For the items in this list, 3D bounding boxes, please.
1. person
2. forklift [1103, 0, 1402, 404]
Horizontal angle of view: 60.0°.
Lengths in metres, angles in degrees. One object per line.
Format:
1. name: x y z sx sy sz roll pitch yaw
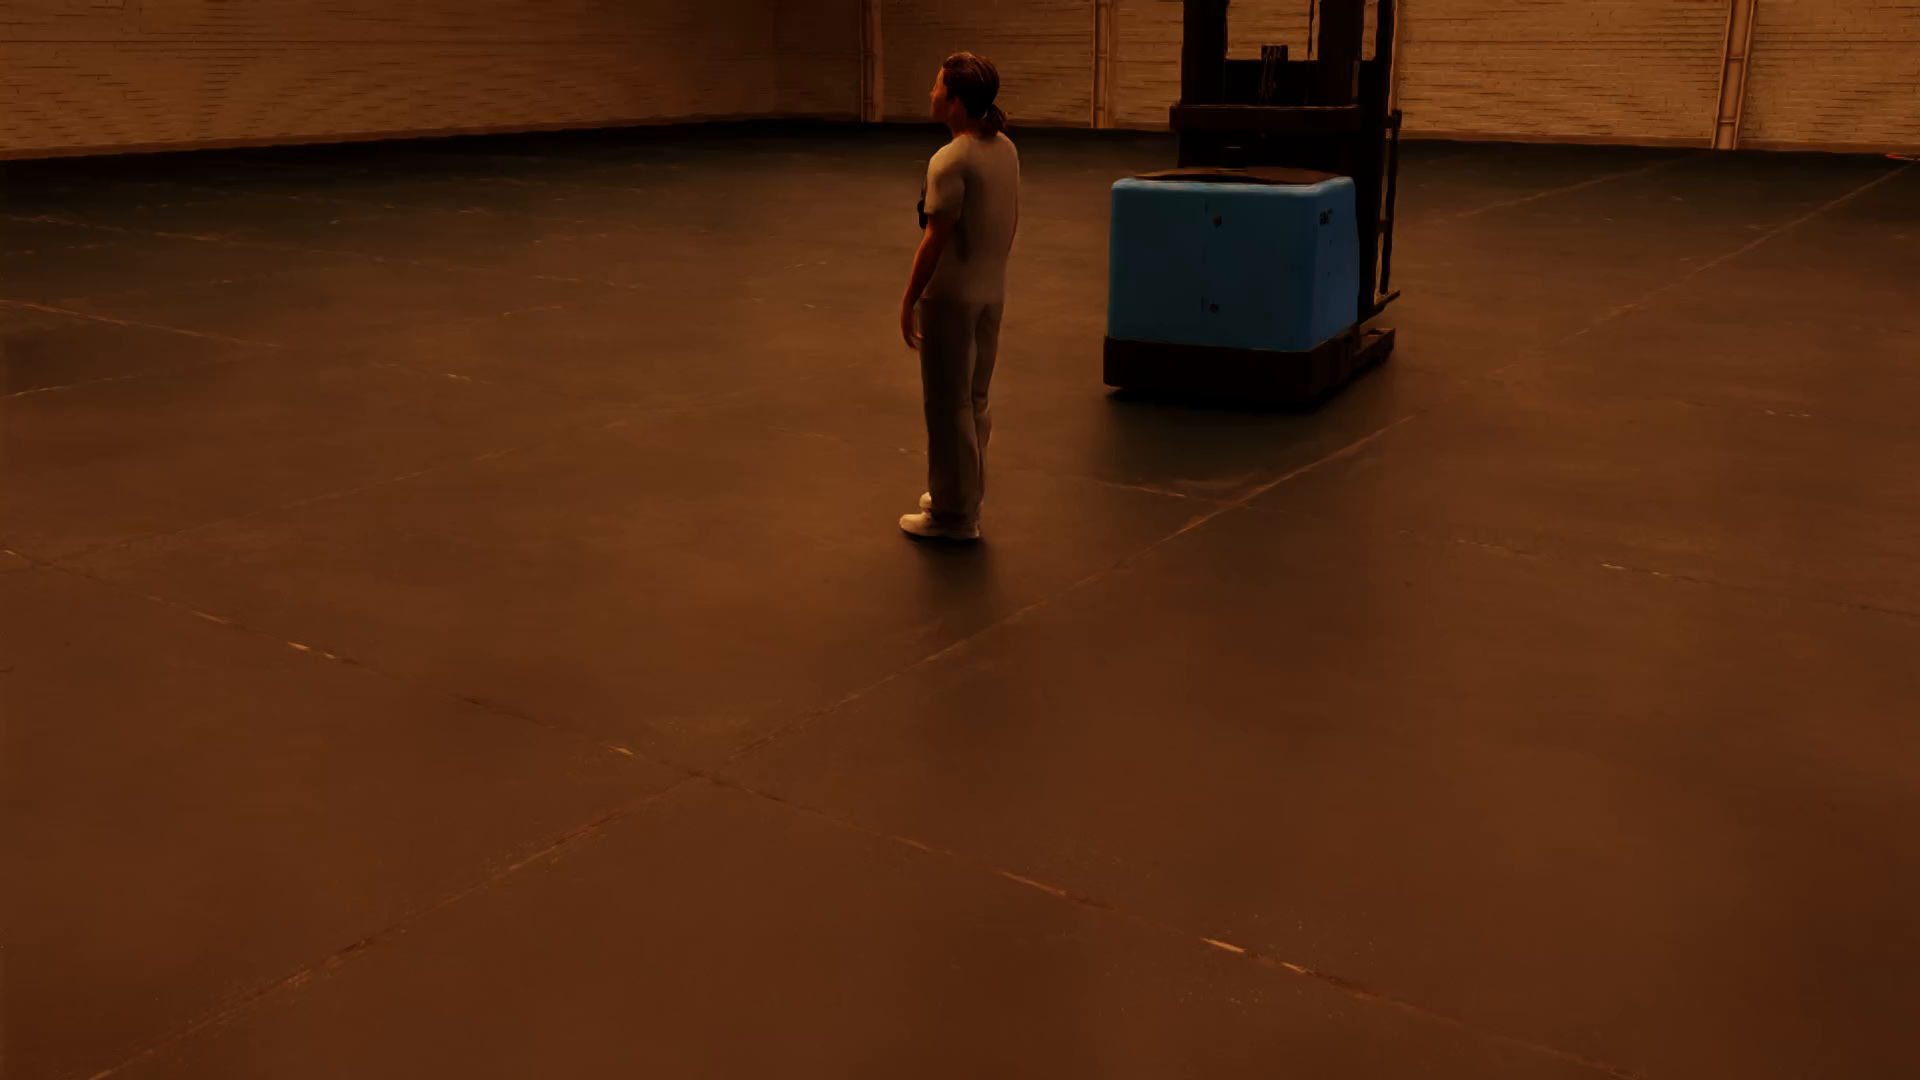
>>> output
1. person: -0.053 -0.825 5.757 0.548 1.674 0.550 11 20 33
2. forklift: 1.815 -2.436 8.977 1.130 2.935 3.031 8 18 25
